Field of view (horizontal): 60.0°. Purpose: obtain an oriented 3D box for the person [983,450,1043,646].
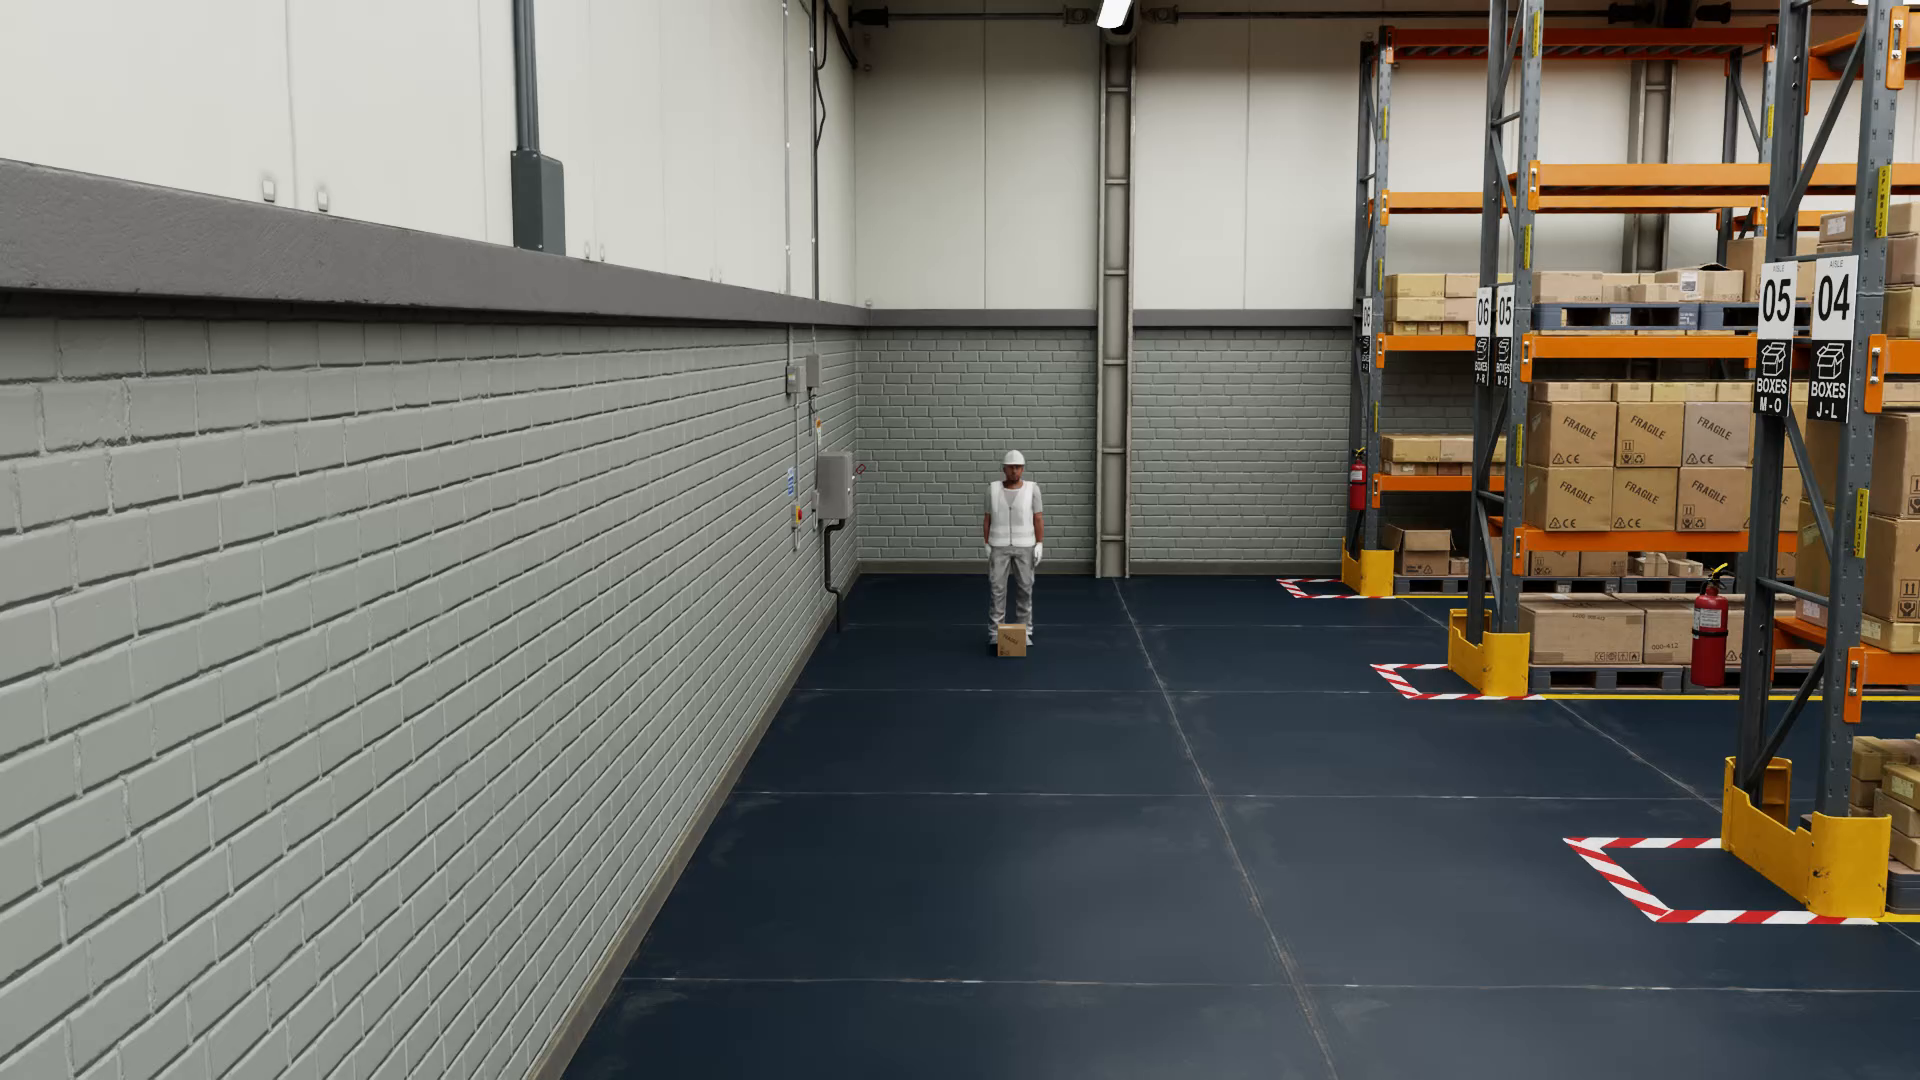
[{"bbox_3d":[0.483,0.072,15.124,0.547,1.781,0.367,0,7,3],"label":"person"}]
